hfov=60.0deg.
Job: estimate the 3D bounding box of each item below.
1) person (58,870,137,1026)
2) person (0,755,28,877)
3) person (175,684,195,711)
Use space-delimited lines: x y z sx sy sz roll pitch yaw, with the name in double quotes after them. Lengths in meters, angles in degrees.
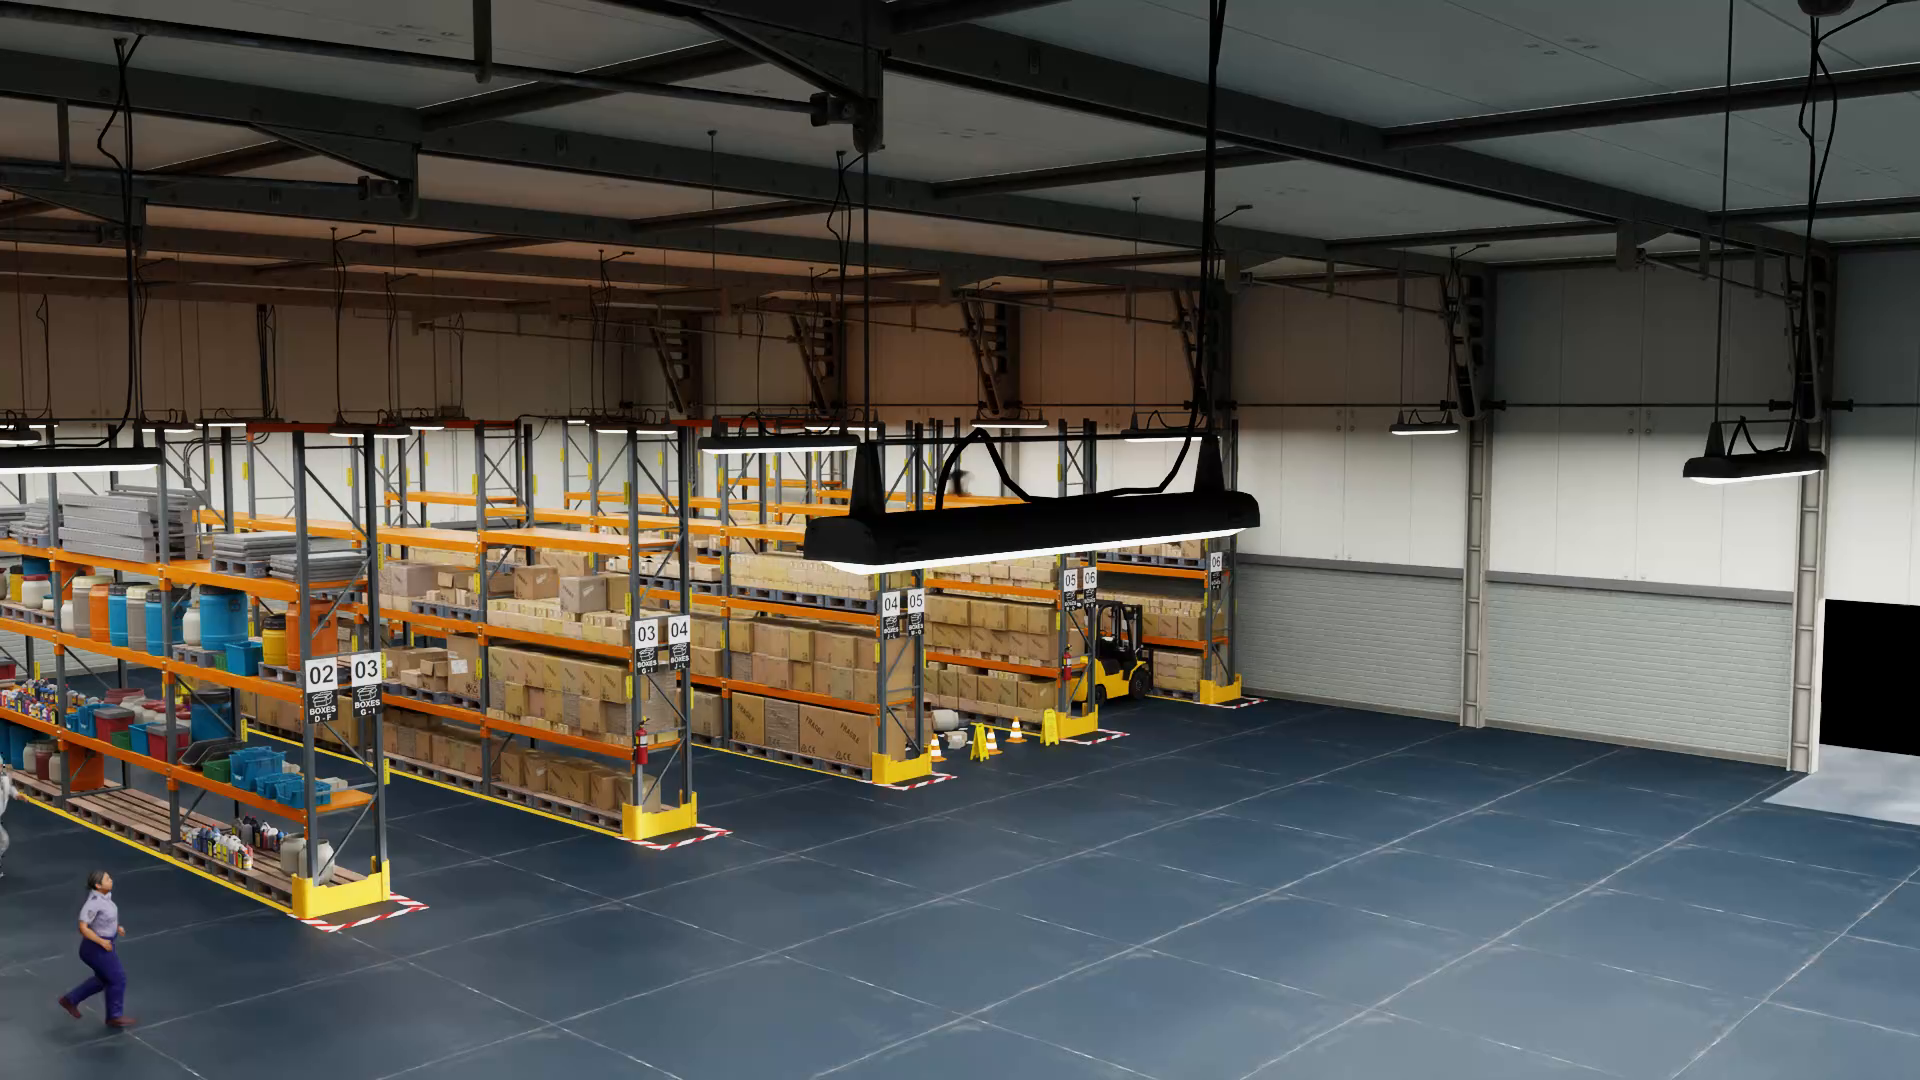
-8.755 4.156 16.833 0.708 1.643 0.629 -2 5 -22 "person"
-12.959 3.687 22.349 0.828 1.737 0.653 0 5 -5 "person"
-13.274 3.220 28.233 0.930 1.600 0.673 1 5 16 "person"
